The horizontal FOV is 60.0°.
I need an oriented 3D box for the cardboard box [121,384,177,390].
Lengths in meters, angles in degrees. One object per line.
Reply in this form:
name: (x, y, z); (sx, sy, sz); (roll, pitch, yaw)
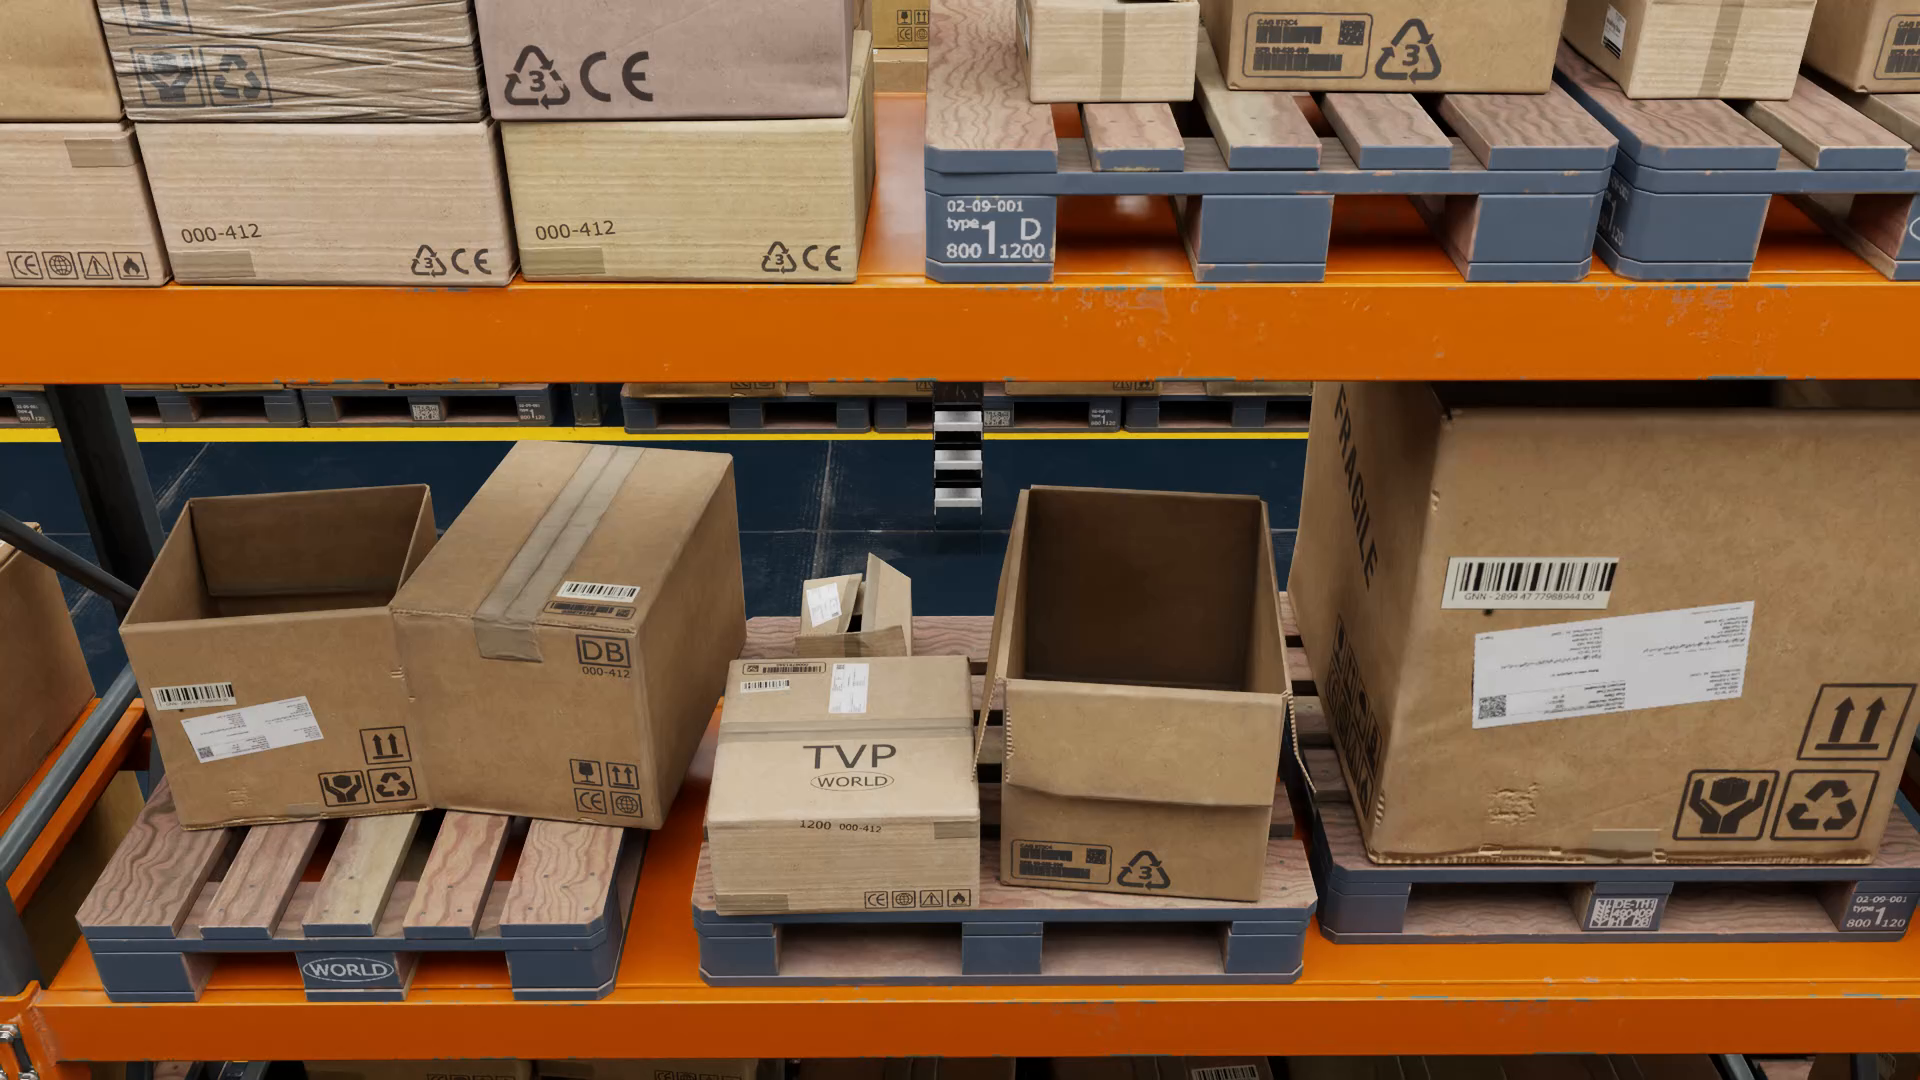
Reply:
cardboard box: (-4.034, -1.069, 8.125); (0.500, 0.500, 0.500); (0, 31, 1)

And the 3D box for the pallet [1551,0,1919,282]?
pallet: (1.483, -0.789, 2.949); (1.003, 0.211, 1.213); (0, 31, 0)

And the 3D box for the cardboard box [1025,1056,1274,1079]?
cardboard box: (0.451, 1.331, 4.150); (0.500, 0.500, 0.700); (-3, 31, -5)

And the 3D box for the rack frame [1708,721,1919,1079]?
rack frame: (2.101, 0.466, 3.590); (0.127, 3.000, 1.000); (0, 31, 0)

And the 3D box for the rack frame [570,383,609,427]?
rack frame: (-1.828, -2.095, 7.811); (0.127, 3.000, 1.000); (0, 31, 0)

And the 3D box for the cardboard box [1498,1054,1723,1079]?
cardboard box: (1.487, 1.337, 4.140); (0.500, 0.500, 0.700); (-2, 31, -4)

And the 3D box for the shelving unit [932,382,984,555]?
shelving unit: (-0.008, -0.385, 7.017); (0.210, 0.900, 0.258); (0, 31, 0)

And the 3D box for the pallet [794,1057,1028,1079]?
pallet: (0.100, 1.667, 4.300); (1.213, 0.211, 1.003); (0, 31, 0)

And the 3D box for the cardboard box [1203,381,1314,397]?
cardboard box: (1.552, -1.276, 8.226); (0.750, 0.750, 1.050); (0, 31, -1)

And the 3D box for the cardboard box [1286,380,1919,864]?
cardboard box: (1.306, -0.040, 3.441); (1.000, 1.000, 1.000); (0, 31, 0)

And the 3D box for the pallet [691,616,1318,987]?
pallet: (0.081, 0.533, 3.665); (1.213, 0.211, 1.003); (0, 31, 0)

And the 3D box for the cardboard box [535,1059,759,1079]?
cardboard box: (-0.699, 1.014, 3.950); (0.500, 0.250, 0.500); (3, 31, 5)

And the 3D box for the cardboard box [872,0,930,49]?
cardboard box: (-0.360, -2.566, 7.527); (0.500, 0.500, 0.700); (-1, 31, -1)

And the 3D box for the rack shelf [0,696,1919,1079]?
rack shelf: (0.101, 0.780, 3.767); (4.000, 0.370, 1.077); (0, 31, 0)

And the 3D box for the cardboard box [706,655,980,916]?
cardboard box: (-0.221, 0.477, 3.312); (0.500, 0.250, 0.500); (-1, 31, -2)

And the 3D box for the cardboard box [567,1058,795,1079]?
cardboard box: (-0.674, 1.338, 4.138); (0.500, 0.500, 0.700); (-3, 31, -4)

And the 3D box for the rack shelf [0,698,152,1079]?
rack shelf: (-3.899, 0.792, 3.746); (4.000, 0.370, 1.077); (0, 31, 0)

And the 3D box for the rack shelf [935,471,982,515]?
rack shelf: (-0.008, -0.202, 7.127); (0.200, 0.077, 0.258); (0, 31, 0)

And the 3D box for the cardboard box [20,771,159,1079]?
cardboard box: (-2.589, 1.199, 4.026); (0.875, 0.875, 1.225); (-2, 31, -3)

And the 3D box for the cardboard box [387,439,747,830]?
cardboard box: (-0.801, 0.180, 3.560); (0.500, 0.500, 0.700); (4, 32, 7)

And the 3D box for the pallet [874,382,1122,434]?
pallet: (0.178, -0.868, 8.477); (1.213, 0.211, 1.003); (0, 31, 0)

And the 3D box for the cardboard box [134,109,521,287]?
cardboard box: (-0.914, -0.611, 2.618); (0.500, 0.250, 0.500); (1, 31, 1)

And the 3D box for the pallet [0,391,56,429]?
pallet: (-5.049, -0.893, 8.519); (1.213, 0.211, 1.003); (0, 31, 0)

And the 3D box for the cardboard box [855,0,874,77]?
cardboard box: (-0.427, -0.877, 3.057); (0.500, 0.250, 0.500); (1, 31, 1)

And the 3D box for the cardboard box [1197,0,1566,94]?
cardboard box: (0.688, -1.087, 2.753); (0.637, 0.503, 0.797); (1, 31, 2)

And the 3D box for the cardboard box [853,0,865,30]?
cardboard box: (-0.415, -1.193, 2.854); (0.500, 0.500, 0.500); (0, 31, 1)

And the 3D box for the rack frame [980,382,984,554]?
rack frame: (0.094, -0.385, 7.017); (0.006, 0.900, 0.240); (0, 31, 0)

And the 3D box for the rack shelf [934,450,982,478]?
rack shelf: (-0.008, -0.356, 7.034); (0.200, 0.077, 0.258); (0, 31, 0)

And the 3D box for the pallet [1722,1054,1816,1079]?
pallet: (2.773, 1.638, 4.347); (1.213, 0.211, 1.003); (0, 31, 0)

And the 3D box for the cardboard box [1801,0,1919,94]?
cardboard box: (1.631, -1.090, 2.759); (0.637, 0.503, 0.797); (-2, 31, -3)

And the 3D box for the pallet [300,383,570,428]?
pallet: (-2.609, -0.901, 8.531); (1.213, 0.211, 1.003); (0, 31, 0)

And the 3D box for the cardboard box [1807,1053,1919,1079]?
cardboard box: (2.501, 1.375, 4.098); (0.500, 0.500, 0.500); (-1, 31, -2)

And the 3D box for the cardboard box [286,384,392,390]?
cardboard box: (-3.003, -1.068, 8.124); (0.500, 0.500, 0.500); (1, 31, 2)

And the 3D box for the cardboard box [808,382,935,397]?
cardboard box: (-0.344, -1.272, 8.219); (0.750, 0.750, 1.050); (0, 31, 0)

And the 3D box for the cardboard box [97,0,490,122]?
cardboard box: (-0.920, -0.928, 2.418); (0.500, 0.500, 0.500); (0, 31, 0)

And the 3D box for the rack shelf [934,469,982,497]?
rack shelf: (-0.008, -0.279, 7.081); (0.200, 0.077, 0.258); (0, 31, 0)
